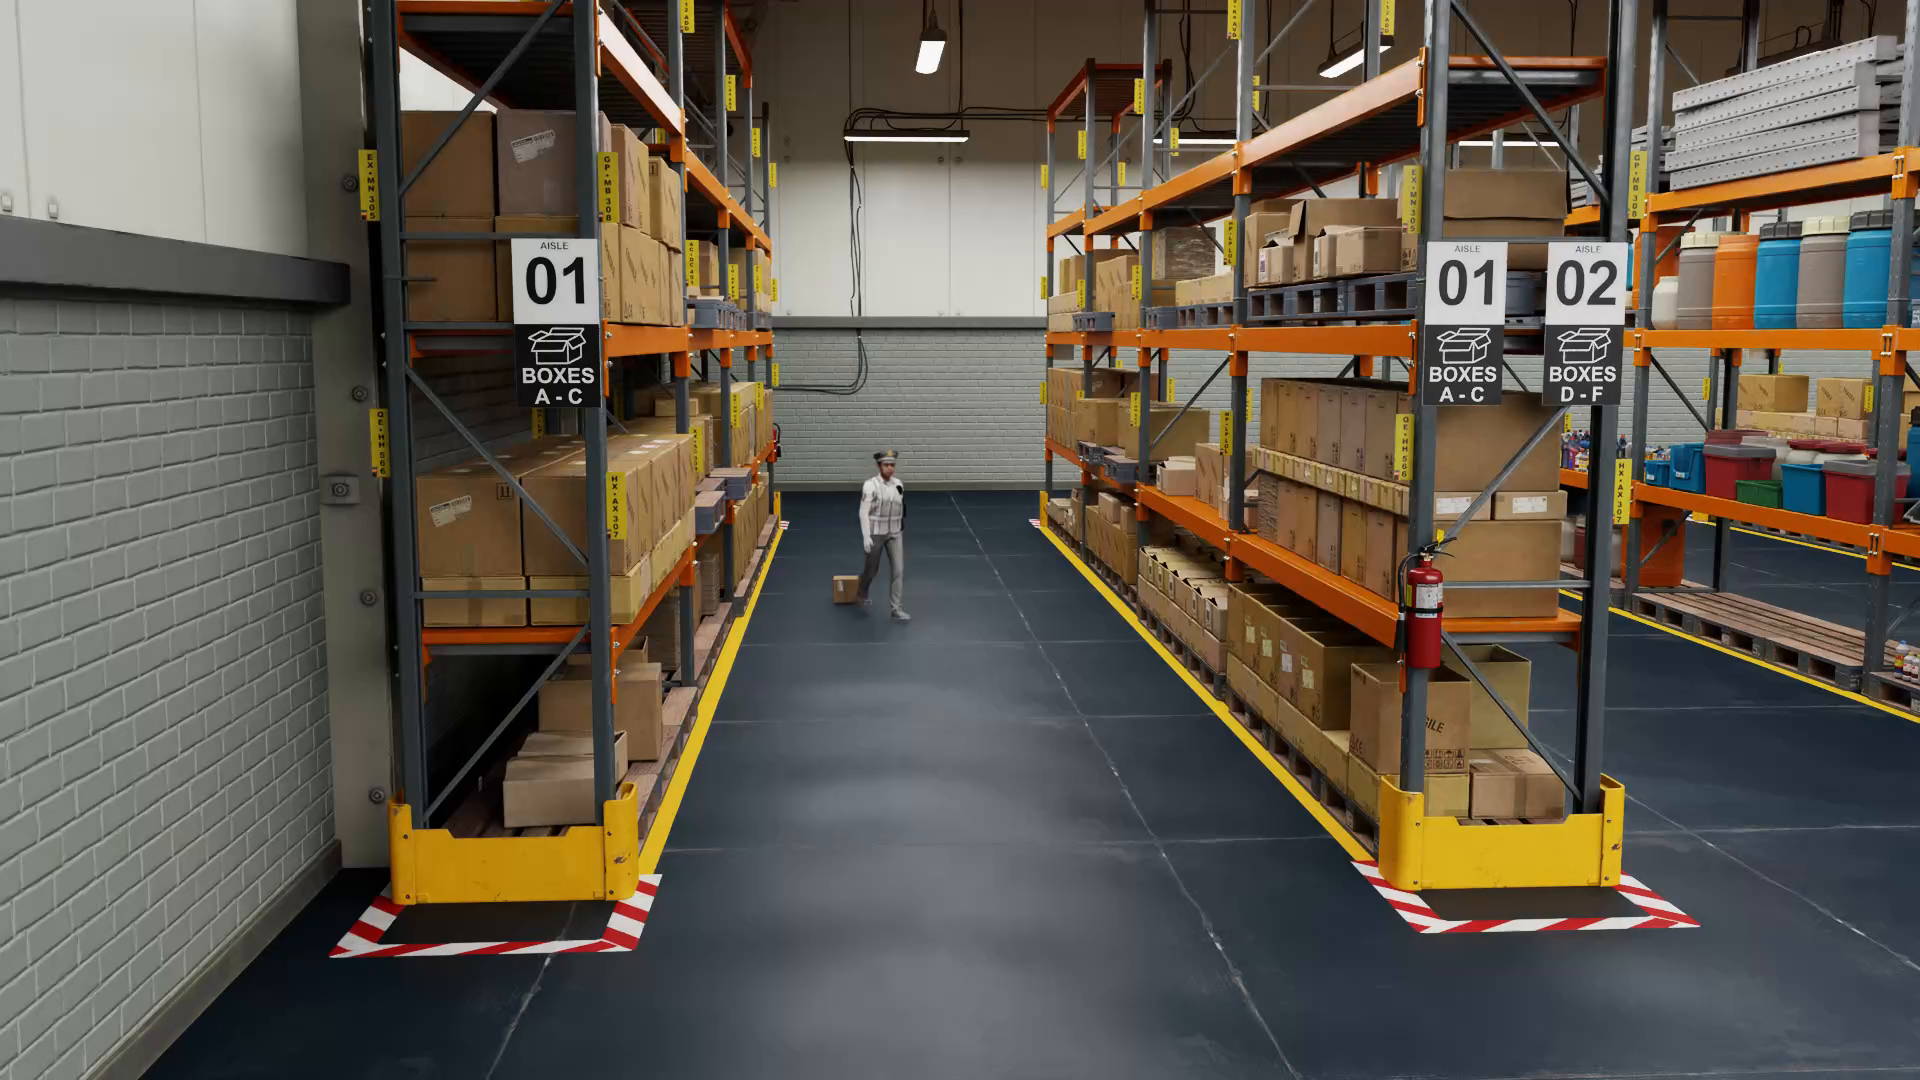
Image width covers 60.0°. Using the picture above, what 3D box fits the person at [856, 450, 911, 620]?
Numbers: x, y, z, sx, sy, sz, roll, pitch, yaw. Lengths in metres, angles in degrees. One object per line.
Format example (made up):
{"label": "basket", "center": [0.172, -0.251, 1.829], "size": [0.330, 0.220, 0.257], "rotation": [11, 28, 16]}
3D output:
{"label": "person", "center": [-0.774, -0.071, 16.220], "size": [0.503, 1.640, 0.960], "rotation": [-3, 8, -26]}
